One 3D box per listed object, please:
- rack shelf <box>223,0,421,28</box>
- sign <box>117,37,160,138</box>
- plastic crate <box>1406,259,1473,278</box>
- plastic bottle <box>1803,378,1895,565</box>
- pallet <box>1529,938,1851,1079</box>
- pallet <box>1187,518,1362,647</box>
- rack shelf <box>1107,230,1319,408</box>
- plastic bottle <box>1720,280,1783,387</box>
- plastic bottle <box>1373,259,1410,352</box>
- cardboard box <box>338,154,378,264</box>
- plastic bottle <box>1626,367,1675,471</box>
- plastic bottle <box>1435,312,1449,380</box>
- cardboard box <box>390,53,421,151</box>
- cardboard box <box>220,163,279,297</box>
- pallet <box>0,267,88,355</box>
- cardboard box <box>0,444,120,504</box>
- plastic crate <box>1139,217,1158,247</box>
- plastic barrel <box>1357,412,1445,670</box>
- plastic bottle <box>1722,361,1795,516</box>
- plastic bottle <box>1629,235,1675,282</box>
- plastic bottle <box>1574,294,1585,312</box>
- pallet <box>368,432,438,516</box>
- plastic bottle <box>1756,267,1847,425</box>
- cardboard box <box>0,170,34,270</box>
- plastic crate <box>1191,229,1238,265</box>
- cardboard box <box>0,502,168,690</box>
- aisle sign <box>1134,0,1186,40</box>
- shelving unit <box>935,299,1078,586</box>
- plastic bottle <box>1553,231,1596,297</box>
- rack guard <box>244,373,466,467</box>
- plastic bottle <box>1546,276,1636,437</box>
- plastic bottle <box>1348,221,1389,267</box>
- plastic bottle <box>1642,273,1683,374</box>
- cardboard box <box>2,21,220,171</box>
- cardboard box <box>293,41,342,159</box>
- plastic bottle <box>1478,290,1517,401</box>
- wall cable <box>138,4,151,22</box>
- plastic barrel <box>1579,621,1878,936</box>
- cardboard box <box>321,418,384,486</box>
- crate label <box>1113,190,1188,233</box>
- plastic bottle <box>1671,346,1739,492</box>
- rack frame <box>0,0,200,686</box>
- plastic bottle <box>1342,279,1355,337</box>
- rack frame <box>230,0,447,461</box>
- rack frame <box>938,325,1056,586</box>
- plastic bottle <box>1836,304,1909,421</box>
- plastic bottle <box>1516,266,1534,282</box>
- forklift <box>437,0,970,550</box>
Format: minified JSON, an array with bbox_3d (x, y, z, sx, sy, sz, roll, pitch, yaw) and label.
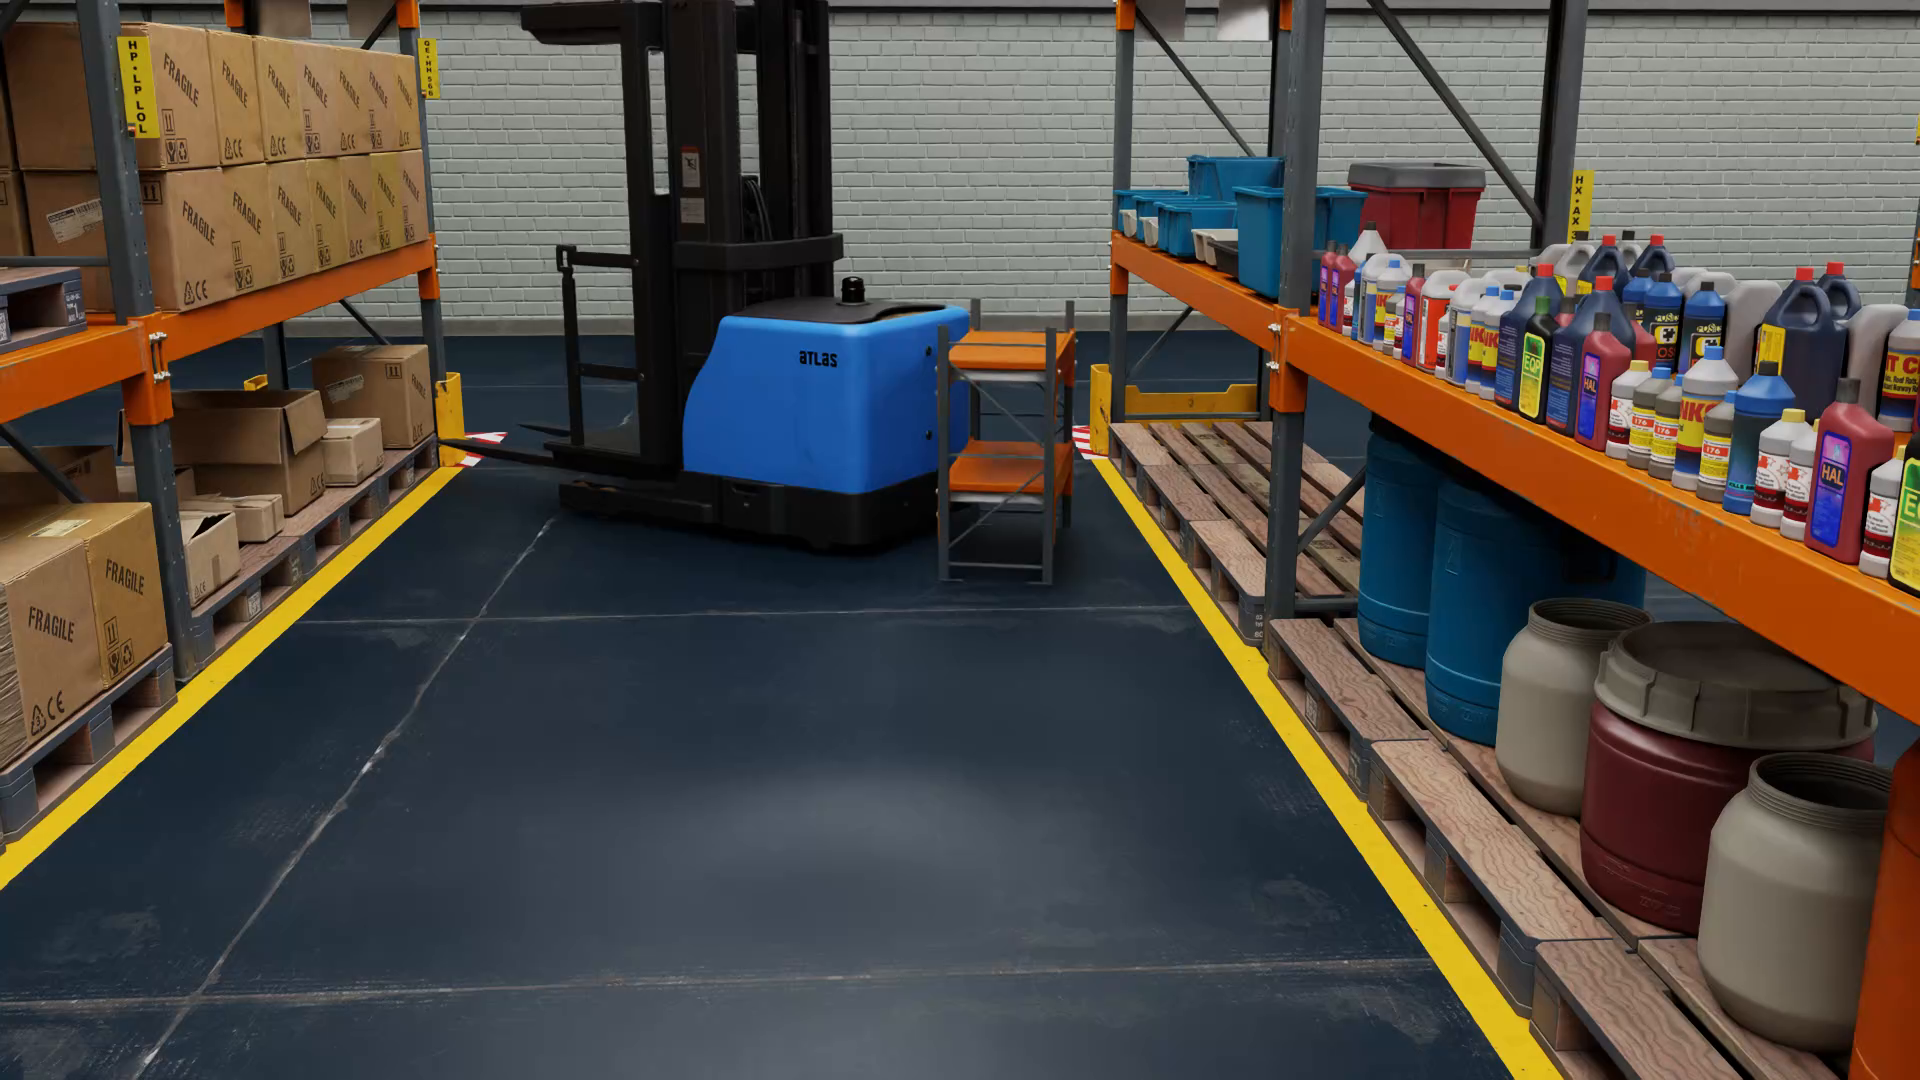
[{"bbox_3d":[-3.415,-2.539,7.298,1.077,0.370,4.000,-1,14,-3],"label":"rack shelf"},{"bbox_3d":[-2.738,-1.507,5.541,0.100,0.325,0.005,-1,14,-3],"label":"sign"},{"bbox_3d":[1.767,-1.032,6.426,0.396,0.136,0.243,-1,14,-3],"label":"plastic crate"},{"bbox_3d":[1.435,-0.113,2.679,0.061,0.283,0.133,-1,14,-3],"label":"plastic bottle"},{"bbox_3d":[1.810,1.137,3.183,1.003,0.211,1.213,-1,14,-3],"label":"pallet"},{"bbox_3d":[1.569,0.155,6.998,1.003,0.211,1.213,-1,14,-3],"label":"pallet"},{"bbox_3d":[1.529,-1.162,7.965,1.077,0.370,4.000,-1,14,-3],"label":"rack shelf"},{"bbox_3d":[2.076,-0.552,4.402,0.152,0.276,0.135,-1,14,-3],"label":"plastic bottle"},{"bbox_3d":[1.304,-0.709,5.021,0.097,0.271,0.097,0,14,0],"label":"plastic bottle"},{"bbox_3d":[-3.179,-1.620,8.102,0.500,0.500,0.500,-1,14,-3],"label":"cardboard box"},{"bbox_3d":[1.410,-0.247,3.367,0.097,0.201,0.097,0,14,0],"label":"plastic bottle"},{"bbox_3d":[1.338,-0.536,4.488,0.097,0.201,0.097,0,14,0],"label":"plastic bottle"},{"bbox_3d":[-3.237,-2.358,8.965,0.500,0.500,0.500,-1,14,-4],"label":"cardboard box"},{"bbox_3d":[-3.086,-1.244,6.640,0.500,0.500,0.500,-1,14,-2],"label":"cardboard box"},{"bbox_3d":[-3.351,-0.644,4.894,1.003,0.211,1.213,-1,14,-3],"label":"pallet"},{"bbox_3d":[-3.610,-0.077,6.439,0.500,0.500,0.500,-1,14,-3],"label":"cardboard box"},{"bbox_3d":[1.071,-1.593,8.605,0.250,0.136,0.298,-1,14,-3],"label":"plastic crate"},{"bbox_3d":[1.670,-0.064,5.625,0.600,0.901,0.708,-1,14,-3],"label":"plastic barrel"},{"bbox_3d":[1.434,-0.184,2.981,0.097,0.271,0.097,0,14,0],"label":"plastic bottle"},{"bbox_3d":[2.048,-0.719,4.901,0.144,0.351,0.185,-1,14,-3],"label":"plastic bottle"},{"bbox_3d":[1.509,-0.466,4.076,0.097,0.271,0.097,0,14,0],"label":"plastic bottle"},{"bbox_3d":[-3.484,-0.364,9.019,1.003,0.211,1.213,-1,14,-3],"label":"pallet"},{"bbox_3d":[1.961,-0.455,3.876,0.144,0.351,0.185,-1,14,-3],"label":"plastic bottle"},{"bbox_3d":[-3.578,-1.106,6.104,0.500,0.500,0.500,-1,14,-3],"label":"cardboard box"},{"bbox_3d":[1.245,-1.342,7.633,0.293,0.136,0.466,-1,14,-3],"label":"plastic crate"},{"bbox_3d":[-2.975,0.179,5.446,0.500,0.500,0.500,-1,14,-4],"label":"cardboard box"},{"bbox_3d":[1.104,-3.280,9.537,0.394,0.787,0.004,-1,14,-3],"label":"aisle sign"},{"bbox_3d":[0.229,-0.483,7.646,0.538,1.125,1.048,2,15,8],"label":"shelving unit"},{"bbox_3d":[1.892,-0.763,5.071,0.144,0.351,0.185,-1,14,-3],"label":"plastic bottle"},{"bbox_3d":[-3.534,-0.702,9.753,1.175,0.500,0.348,-1,14,-3],"label":"rack guard"},{"bbox_3d":[1.411,-0.413,3.709,0.144,0.351,0.185,-1,14,-3],"label":"plastic bottle"},{"bbox_3d":[1.354,-0.886,5.550,0.144,0.351,0.185,-1,14,-3],"label":"plastic bottle"},{"bbox_3d":[1.939,-0.601,4.601,0.097,0.271,0.097,0,14,0],"label":"plastic bottle"},{"bbox_3d":[-3.040,-1.591,5.984,0.500,0.500,0.500,-1,14,-2],"label":"cardboard box"},{"bbox_3d":[-3.136,-1.976,7.479,0.500,0.500,0.500,0,14,-2],"label":"cardboard box"},{"bbox_3d":[1.359,-0.488,4.161,0.097,0.271,0.097,0,14,0],"label":"plastic bottle"},{"bbox_3d":[-8.477,-4.668,14.342,3.097,2.526,0.112,-1,14,-3],"label":"wall cable"},{"bbox_3d":[1.783,0.544,3.888,0.600,0.588,0.708,-1,14,-3],"label":"plastic barrel"},{"bbox_3d":[-3.231,-0.445,8.372,0.500,0.250,0.500,-1,14,-3],"label":"cardboard box"},{"bbox_3d":[1.092,-1.889,9.564,0.416,0.233,0.303,-1,14,-3],"label":"crate label"},{"bbox_3d":[1.422,-0.233,3.170,0.097,0.271,0.097,0,14,0],"label":"plastic bottle"},{"bbox_3d":[-3.291,-0.937,5.649,1.000,3.000,0.127,-1,14,-3],"label":"rack frame"},{"bbox_3d":[1.283,-0.757,5.348,0.097,0.201,0.097,0,14,0],"label":"plastic bottle"},{"bbox_3d":[-3.539,-1.932,9.515,1.000,3.000,0.127,-1,14,-3],"label":"rack frame"},{"bbox_3d":[0.157,-0.357,7.158,0.500,1.125,0.032,2,15,8],"label":"rack frame"},{"bbox_3d":[2.111,-0.415,3.870,0.152,0.276,0.135,-1,14,-3],"label":"plastic bottle"},{"bbox_3d":[1.877,-0.817,5.580,0.097,0.201,0.097,0,14,0],"label":"plastic bottle"},{"bbox_3d":[-1.459,-1.626,8.464,3.031,2.935,1.130,9,17,31],"label":"forklift"}]
